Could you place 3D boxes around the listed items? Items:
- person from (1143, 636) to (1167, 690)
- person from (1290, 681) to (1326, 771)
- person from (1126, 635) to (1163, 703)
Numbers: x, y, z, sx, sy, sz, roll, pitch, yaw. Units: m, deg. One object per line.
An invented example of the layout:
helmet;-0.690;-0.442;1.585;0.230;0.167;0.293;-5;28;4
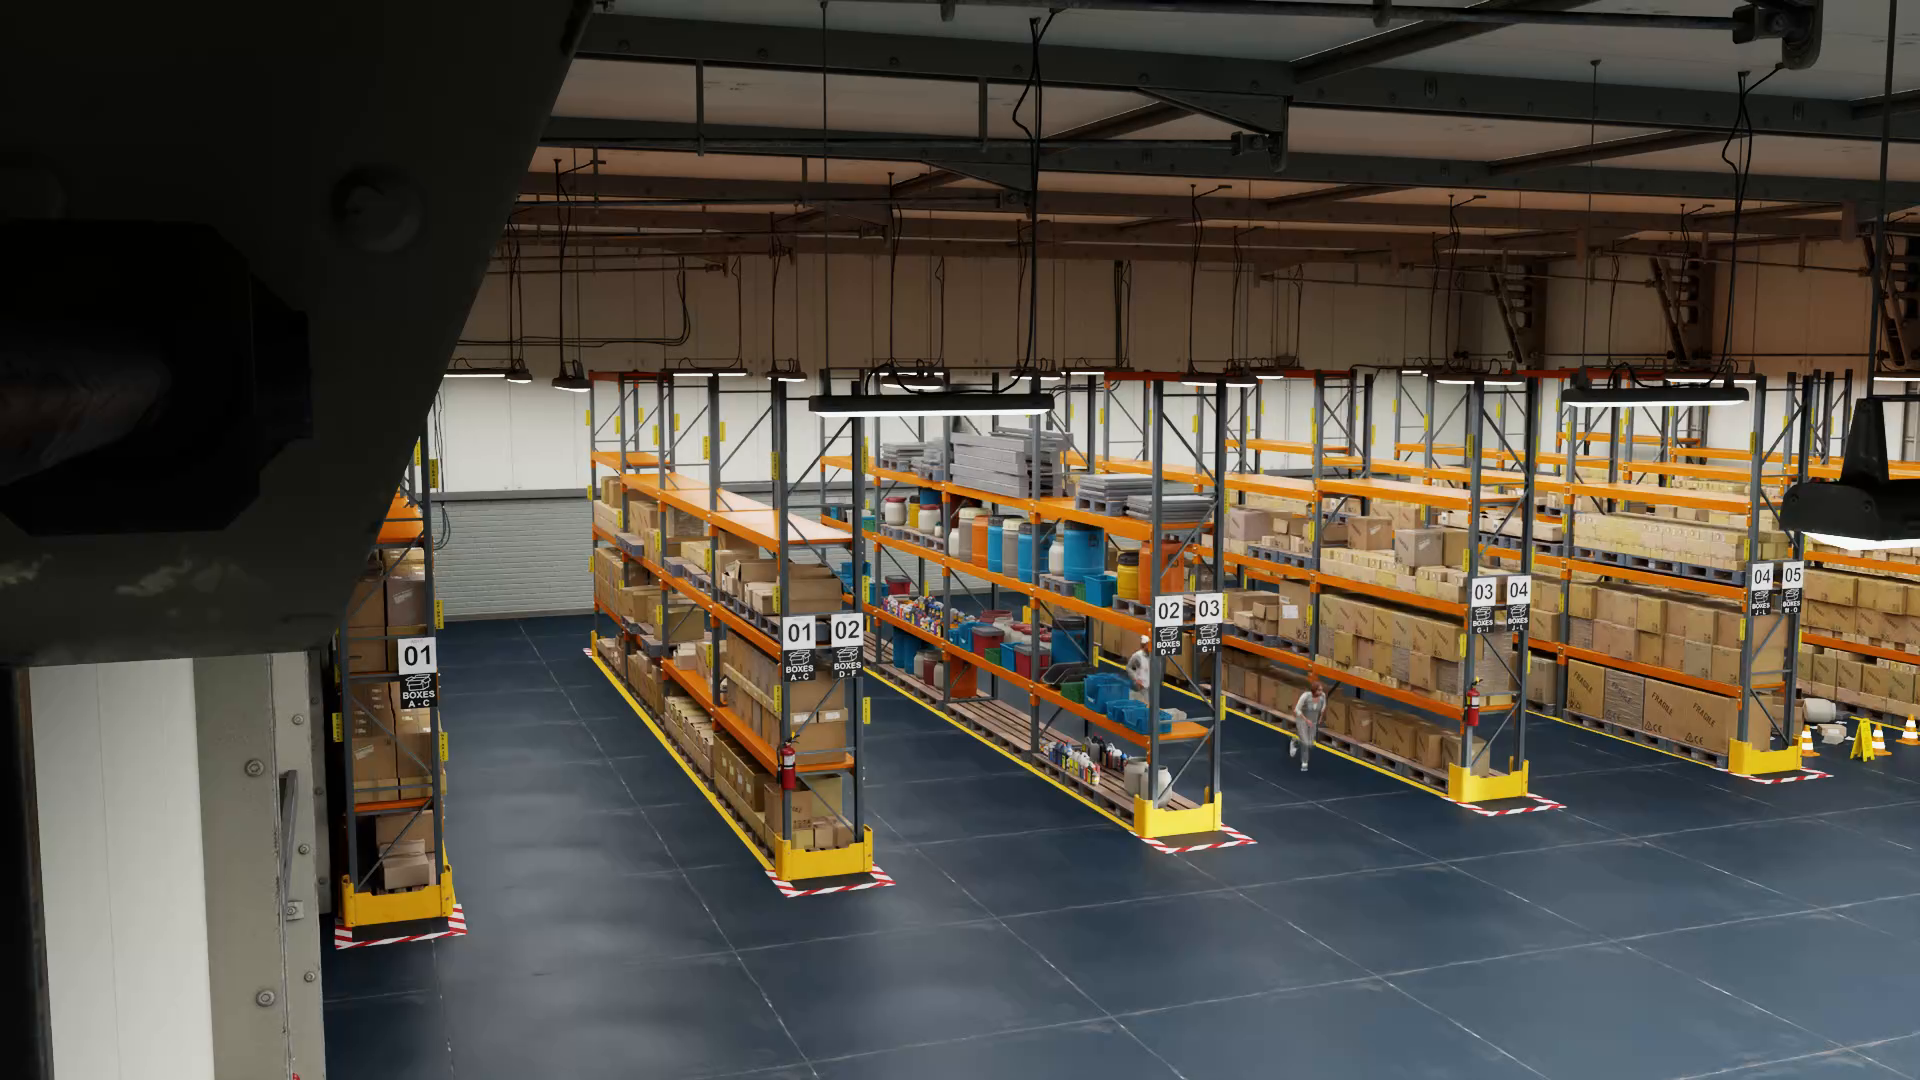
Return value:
person;3.573;2.278;29.990;0.524;1.427;0.500;-2;7;-20
person;5.316;2.802;25.406;0.558;1.439;0.831;-2;7;-17
person;3.022;2.358;27.651;0.662;1.669;0.792;-4;7;-29
